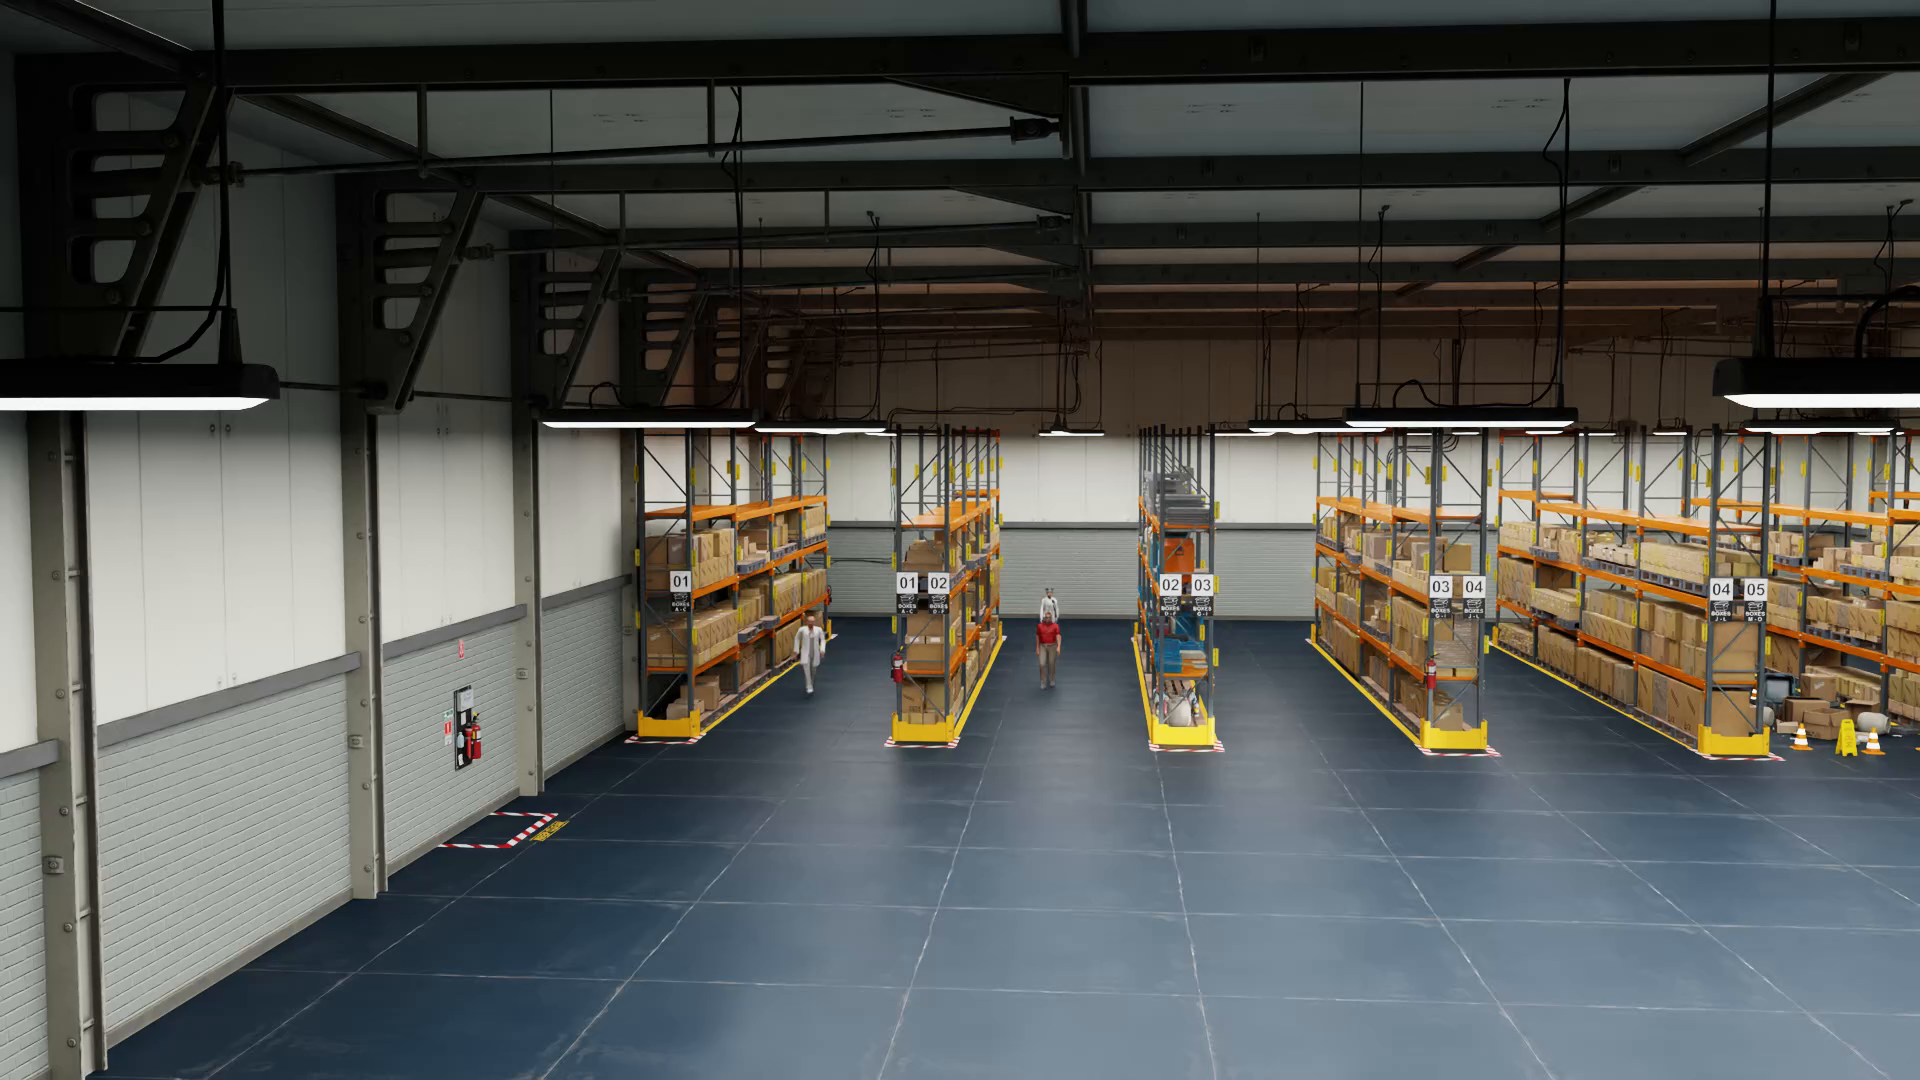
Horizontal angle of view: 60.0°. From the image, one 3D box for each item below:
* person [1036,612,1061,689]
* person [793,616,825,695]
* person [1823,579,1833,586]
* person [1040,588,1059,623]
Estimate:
[{"bbox_3d":[2.036,2.552,38.327,0.585,1.791,0.546,0,3,6],"label":"person"},{"bbox_3d":[-3.351,2.578,37.254,0.668,1.764,1.106,-1,4,-22],"label":"person"},{"bbox_3d":[24.622,1.976,46.975,0.783,1.774,0.550,0,4,8],"label":"person"},{"bbox_3d":[2.460,2.109,45.661,0.513,1.625,1.049,0,3,4],"label":"person"}]
